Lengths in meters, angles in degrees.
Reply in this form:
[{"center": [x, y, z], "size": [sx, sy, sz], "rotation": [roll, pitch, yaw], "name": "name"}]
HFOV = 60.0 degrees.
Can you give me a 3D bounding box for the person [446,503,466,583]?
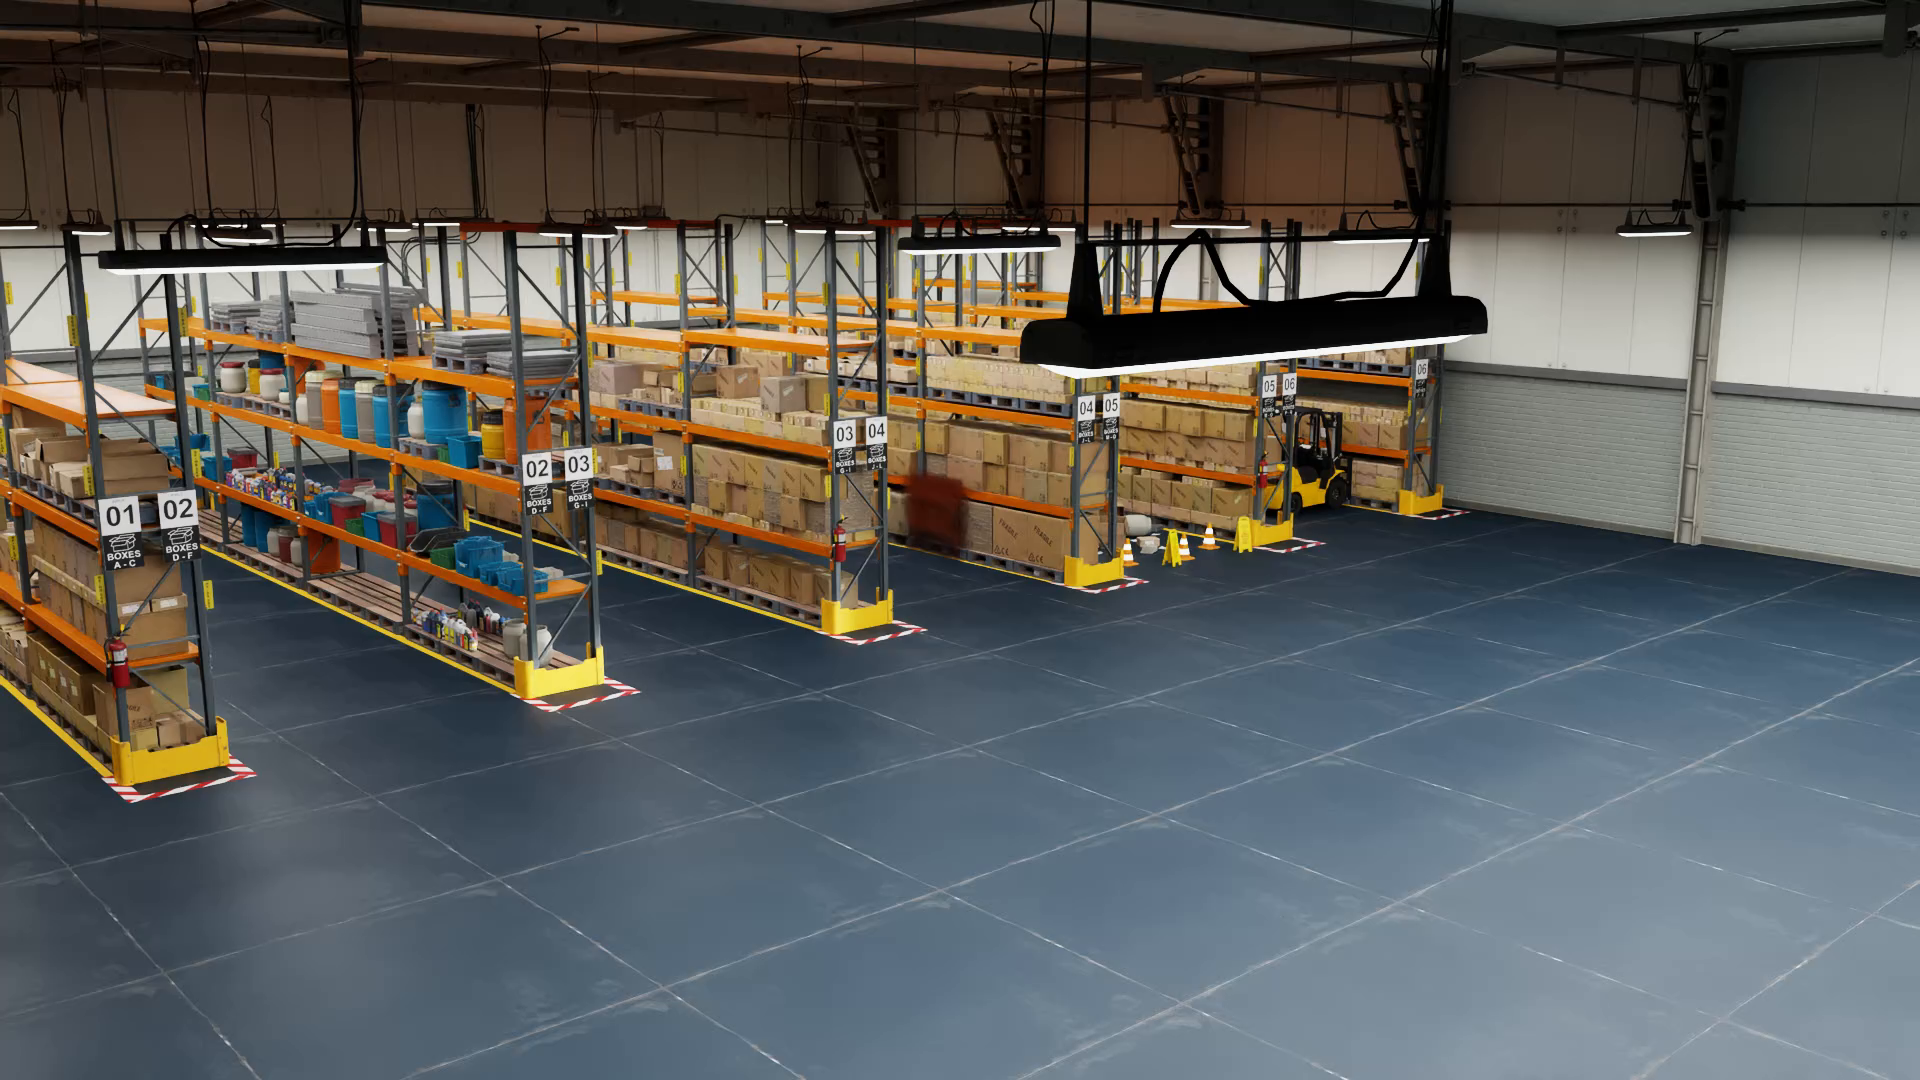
[{"center": [-8.562, -0.045, 27.998], "size": [0.618, 1.628, 0.728], "rotation": [-7, 13, -31], "name": "person"}]
